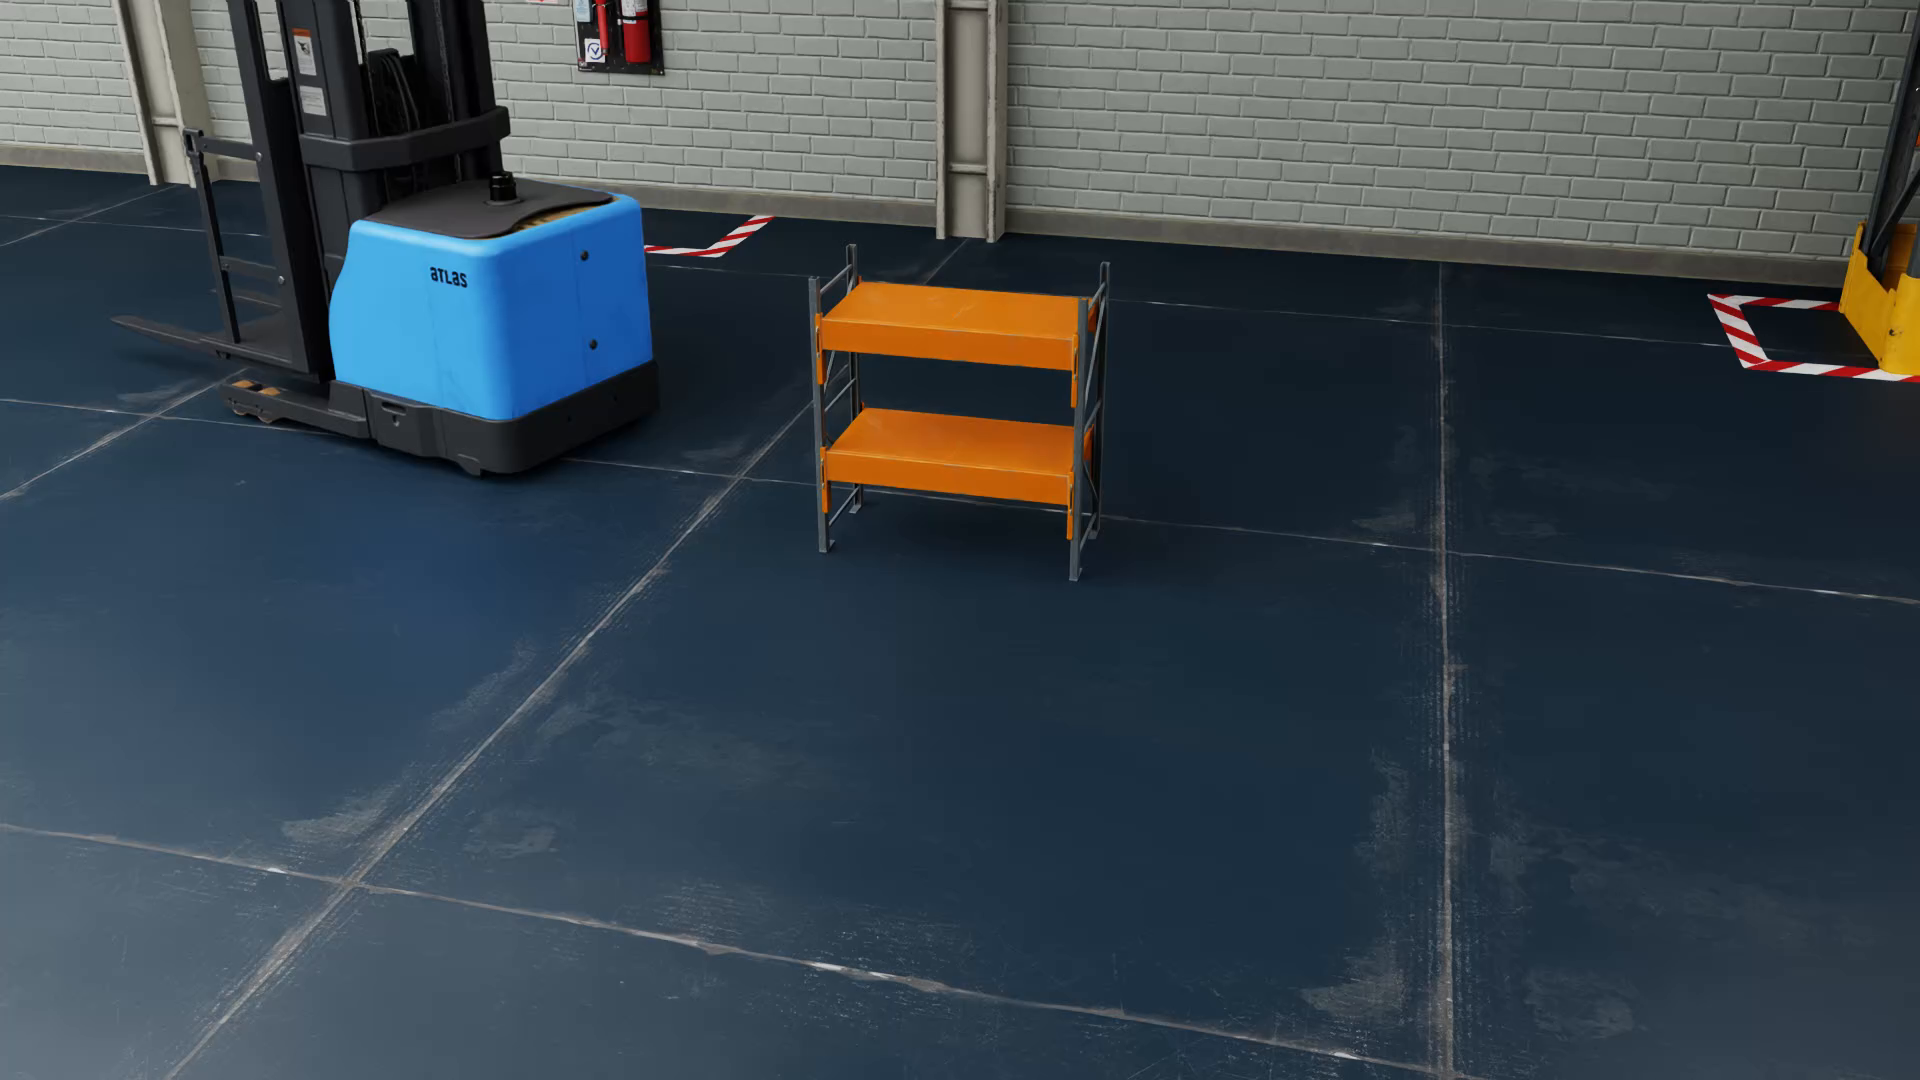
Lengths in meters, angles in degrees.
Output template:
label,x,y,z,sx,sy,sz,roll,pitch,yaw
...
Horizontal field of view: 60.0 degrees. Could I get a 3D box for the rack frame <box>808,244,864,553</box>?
label,x,y,z,sx,sy,sz,roll,pitch,yaw
rack frame,-0.486,-0.562,6.621,0.032,1.125,0.500,6,26,13

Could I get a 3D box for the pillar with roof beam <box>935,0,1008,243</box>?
label,x,y,z,sx,sy,sz,roll,pitch,yaw
pillar with roof beam,-0.999,-4.289,5.290,0.400,9.000,9.100,6,26,13

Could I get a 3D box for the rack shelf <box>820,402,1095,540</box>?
label,x,y,z,sx,sy,sz,roll,pitch,yaw
rack shelf,0.007,-0.286,6.612,1.000,0.278,0.538,6,26,13

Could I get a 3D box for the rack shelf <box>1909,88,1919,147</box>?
label,x,y,z,sx,sy,sz,roll,pitch,yaw
rack shelf,6.928,-1.906,8.101,4.000,0.370,1.077,6,26,13

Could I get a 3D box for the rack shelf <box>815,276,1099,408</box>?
label,x,y,z,sx,sy,sz,roll,pitch,yaw
rack shelf,0.007,-0.771,6.381,1.000,0.278,0.538,6,26,13

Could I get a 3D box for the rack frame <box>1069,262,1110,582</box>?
label,x,y,z,sx,sy,sz,roll,pitch,yaw
rack frame,0.499,-0.453,6.392,0.032,1.125,0.500,6,26,13

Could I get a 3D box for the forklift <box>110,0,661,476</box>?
label,x,y,z,sx,sy,sz,roll,pitch,yaw
forklift,-2.956,-2.058,7.662,3.031,2.935,1.130,15,29,28

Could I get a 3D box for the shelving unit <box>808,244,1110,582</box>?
label,x,y,z,sx,sy,sz,roll,pitch,yaw
shelving unit,0.007,-0.507,6.507,1.048,1.125,0.538,6,26,13

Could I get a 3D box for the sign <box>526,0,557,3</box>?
label,x,y,z,sx,sy,sz,roll,pitch,yaw
sign,-2.820,-3.771,11.140,0.234,0.329,0.001,6,26,13

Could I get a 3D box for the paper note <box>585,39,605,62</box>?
label,x,y,z,sx,sy,sz,roll,pitch,yaw
paper note,-2.465,-3.303,11.223,0.142,0.148,0.016,6,26,13

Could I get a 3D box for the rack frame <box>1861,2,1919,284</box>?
label,x,y,z,sx,sy,sz,roll,pitch,yaw
rack frame,4.991,-2.445,8.396,0.127,3.000,1.000,6,26,13

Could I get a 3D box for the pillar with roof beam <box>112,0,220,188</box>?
label,x,y,z,sx,sy,sz,roll,pitch,yaw
pillar with roof beam,-6.810,-4.931,6.639,0.400,9.000,9.100,6,26,13

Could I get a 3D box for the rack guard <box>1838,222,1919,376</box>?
label,x,y,z,sx,sy,sz,roll,pitch,yaw
rack guard,5.064,-1.308,8.916,0.348,0.500,1.175,6,26,13

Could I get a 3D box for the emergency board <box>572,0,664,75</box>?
label,x,y,z,sx,sy,sz,roll,pitch,yaw
emergency board,-2.311,-3.653,10.933,0.643,1.169,0.194,6,26,13
